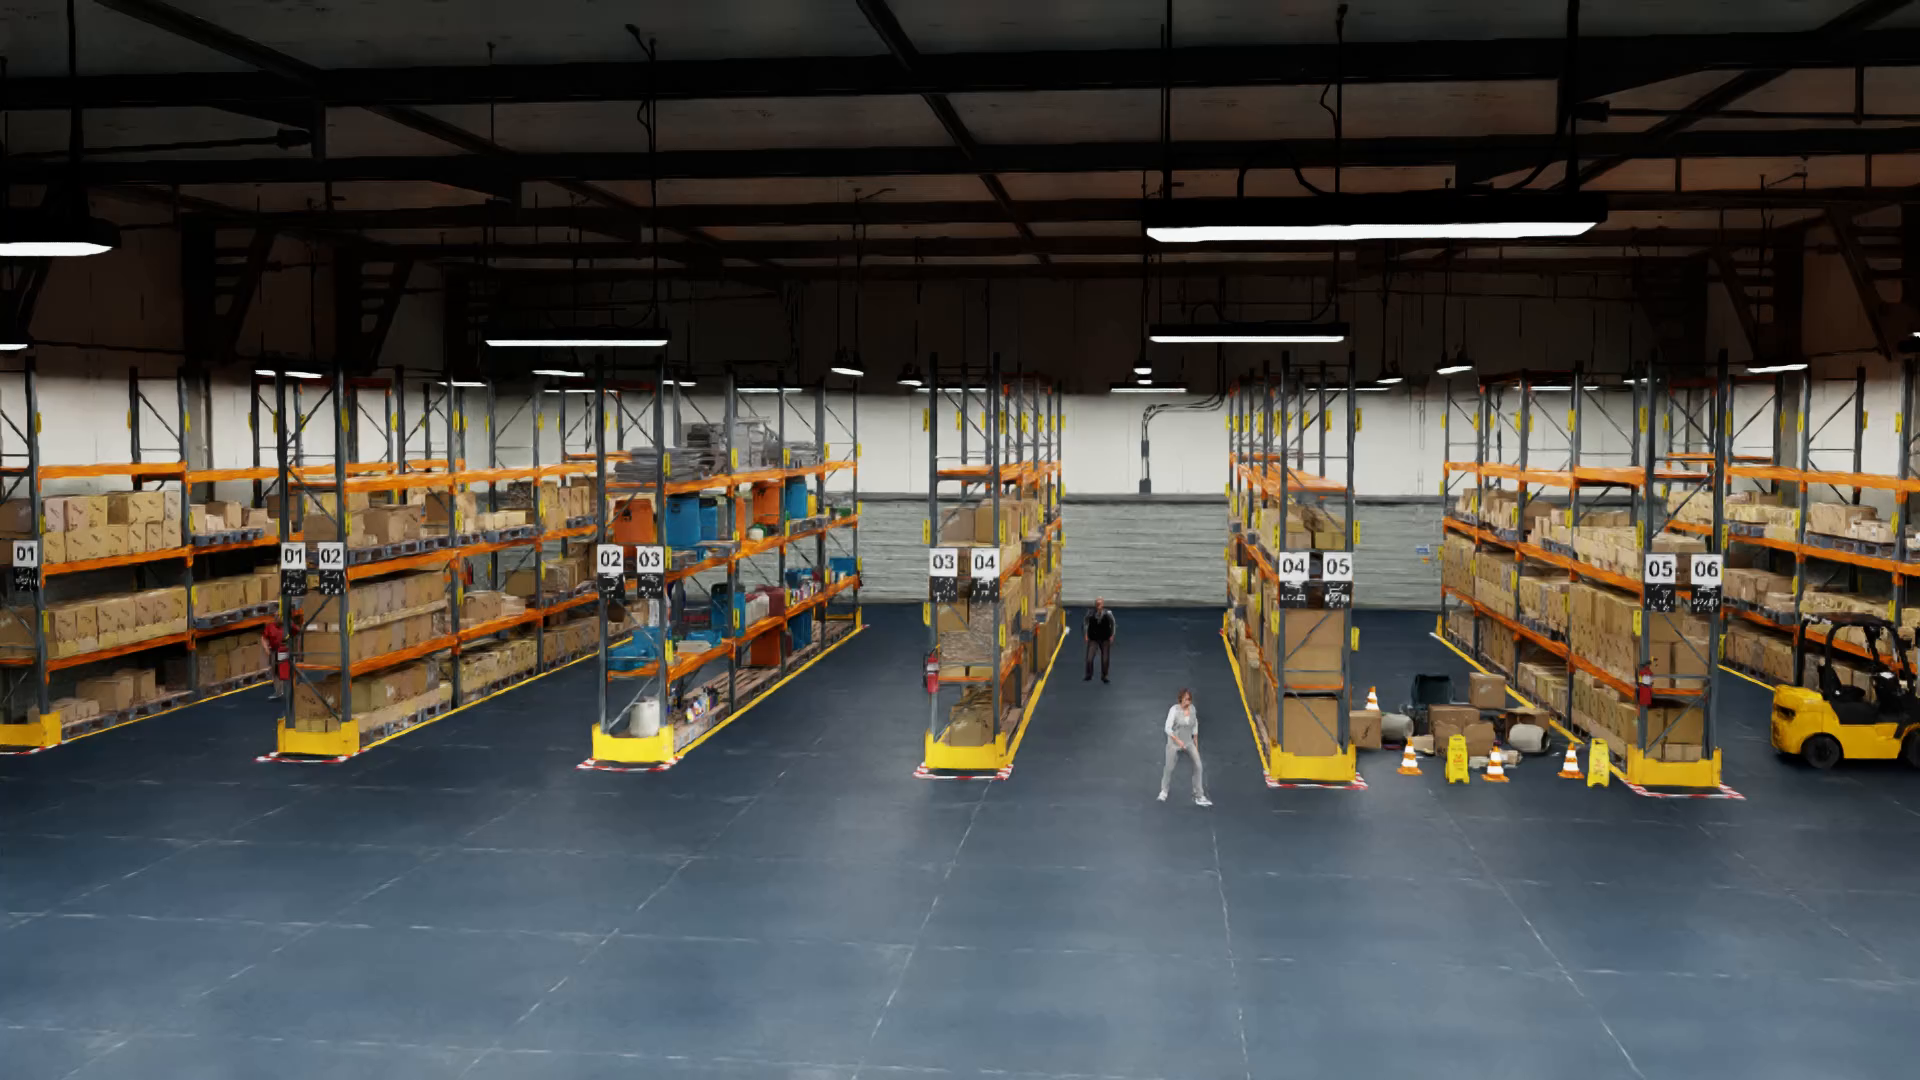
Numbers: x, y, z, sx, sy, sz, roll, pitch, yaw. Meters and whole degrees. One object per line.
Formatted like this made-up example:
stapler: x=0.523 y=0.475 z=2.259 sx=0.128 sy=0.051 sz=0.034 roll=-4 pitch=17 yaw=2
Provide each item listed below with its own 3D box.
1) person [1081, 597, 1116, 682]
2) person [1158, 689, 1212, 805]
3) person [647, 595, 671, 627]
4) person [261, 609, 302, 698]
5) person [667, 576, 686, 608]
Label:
person: x=2.666 y=1.914 z=31.979 sx=0.677 sy=1.671 sz=0.534 roll=0 pitch=4 yaw=5
person: x=2.920 y=2.685 z=21.818 sx=0.573 sy=1.532 sz=0.763 roll=-1 pitch=4 yaw=-12
person: x=-6.288 y=1.684 z=34.655 sx=0.567 sy=1.736 sz=1.044 roll=0 pitch=4 yaw=6
person: x=-12.159 y=2.050 z=29.872 sx=0.691 sy=1.655 sz=0.860 roll=-1 pitch=4 yaw=-10
person: x=-7.565 y=1.088 z=44.194 sx=0.660 sy=1.571 sz=0.785 roll=-1 pitch=4 yaw=-14
